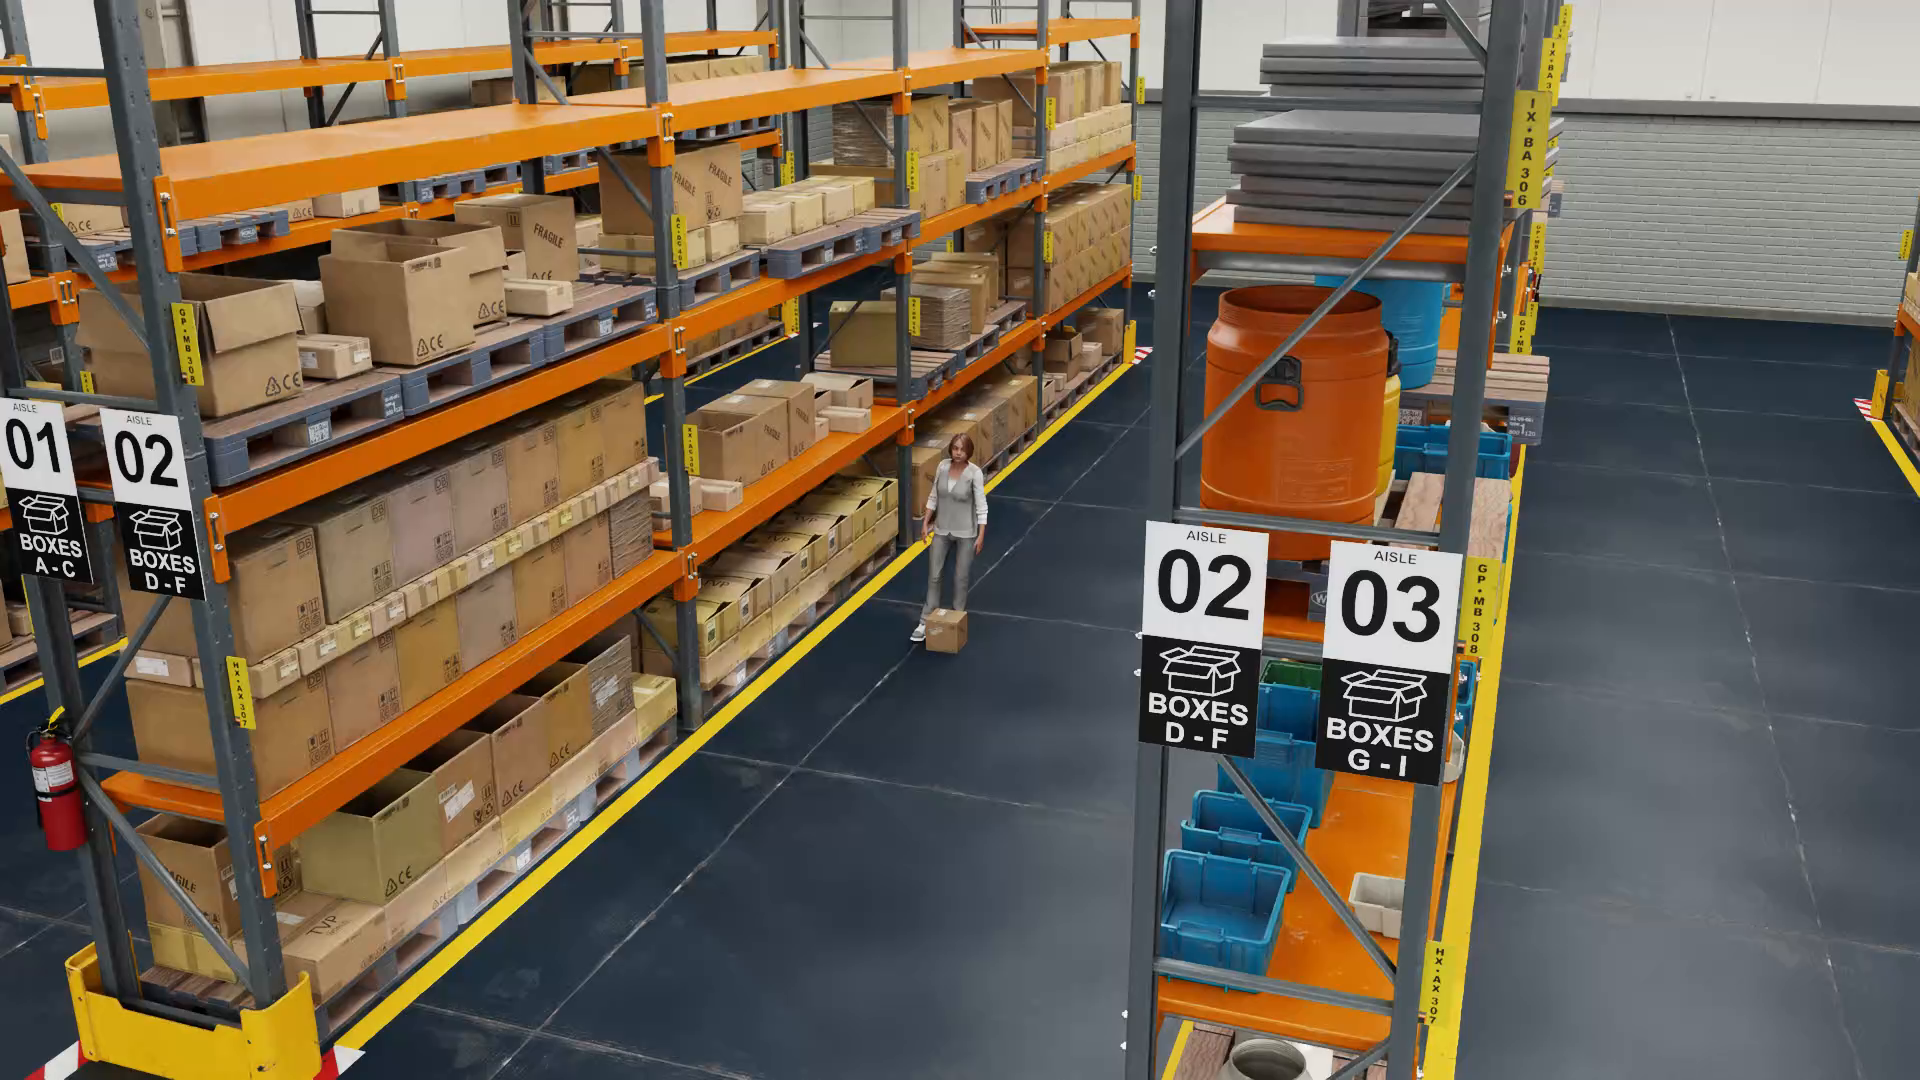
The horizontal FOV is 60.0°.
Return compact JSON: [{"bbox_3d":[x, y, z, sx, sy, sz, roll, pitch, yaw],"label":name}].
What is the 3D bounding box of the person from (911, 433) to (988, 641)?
[{"bbox_3d":[-0.072,-0.015,12.593,0.520,1.597,0.476,7,20,19],"label":"person"}]
